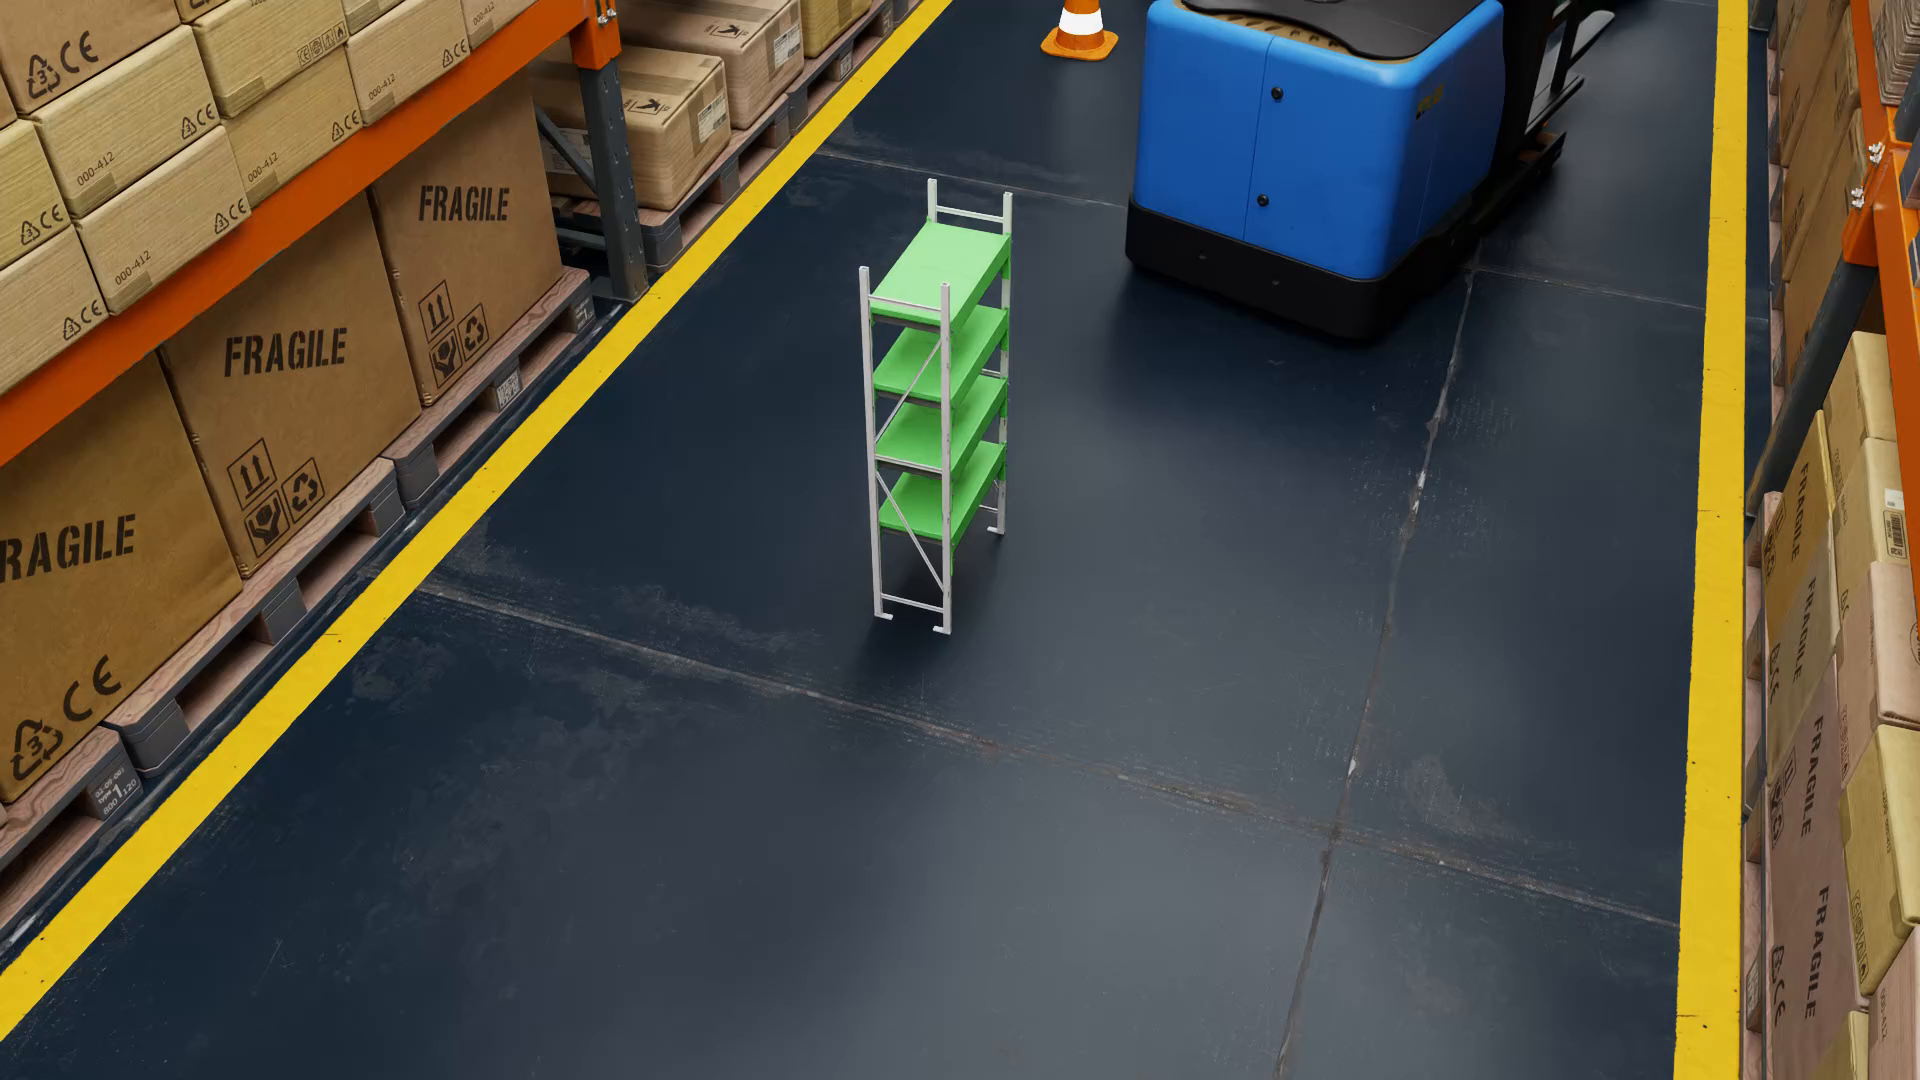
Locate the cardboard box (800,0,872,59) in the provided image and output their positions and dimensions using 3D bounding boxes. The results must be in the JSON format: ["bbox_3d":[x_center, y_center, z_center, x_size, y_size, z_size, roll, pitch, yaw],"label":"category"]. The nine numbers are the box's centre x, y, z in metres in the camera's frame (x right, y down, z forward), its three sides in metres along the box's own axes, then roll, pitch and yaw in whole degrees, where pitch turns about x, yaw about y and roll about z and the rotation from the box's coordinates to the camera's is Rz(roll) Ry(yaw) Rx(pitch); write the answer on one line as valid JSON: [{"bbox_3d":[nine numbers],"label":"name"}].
[{"bbox_3d":[-0.967,-2.589,7.675,0.950,0.372,0.625,15,43,17],"label":"cardboard box"}]

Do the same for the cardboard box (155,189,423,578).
[{"bbox_3d":[-2.302,-0.579,4.931,0.875,0.875,0.875,14,42,16],"label":"cardboard box"}]

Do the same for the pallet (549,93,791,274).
[{"bbox_3d":[-1.410,-1.589,6.950,1.003,0.211,1.213,13,42,15],"label":"pallet"}]

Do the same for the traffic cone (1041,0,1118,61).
[{"bbox_3d":[0.580,-2.581,7.919,0.336,0.463,0.334,13,42,15],"label":"traffic cone"}]

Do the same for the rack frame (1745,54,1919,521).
[{"bbox_3d":[3.007,-1.136,4.271,1.000,3.000,0.127,13,42,15],"label":"rack frame"}]

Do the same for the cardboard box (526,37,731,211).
[{"bbox_3d":[-1.476,-1.676,6.604,0.950,0.372,0.625,11,42,12],"label":"cardboard box"}]

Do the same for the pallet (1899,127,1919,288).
[{"bbox_3d":[2.864,-0.605,3.796,1.213,0.211,1.003,13,42,15],"label":"pallet"}]

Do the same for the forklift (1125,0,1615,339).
[{"bbox_3d":[1.912,-2.751,6.217,1.130,2.935,3.031,25,47,27],"label":"forklift"}]

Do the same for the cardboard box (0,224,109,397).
[{"bbox_3d":[-2.283,-0.511,3.654,0.500,0.250,0.500,13,42,15],"label":"cardboard box"}]

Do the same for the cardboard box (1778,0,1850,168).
[{"bbox_3d":[3.914,-1.894,6.569,1.050,0.750,0.750,13,42,15],"label":"cardboard box"}]

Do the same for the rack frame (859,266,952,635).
[{"bbox_3d":[-0.140,-0.207,4.568,0.240,1.200,0.015,13,42,15],"label":"rack frame"}]

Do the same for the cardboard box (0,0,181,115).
[{"bbox_3d":[-2.134,-1.295,3.610,0.500,0.500,0.500,13,42,14],"label":"cardboard box"}]

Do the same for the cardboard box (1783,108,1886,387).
[{"bbox_3d":[3.300,-0.792,5.277,1.050,0.750,0.750,13,42,14],"label":"cardboard box"}]

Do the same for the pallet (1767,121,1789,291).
[{"bbox_3d":[3.766,-1.281,6.589,1.003,0.211,1.213,13,42,15],"label":"pallet"}]

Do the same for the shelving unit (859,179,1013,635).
[{"bbox_3d":[-0.057,-0.355,4.742,0.258,1.200,0.503,13,42,15],"label":"shelving unit"}]

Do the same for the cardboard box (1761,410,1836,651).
[{"bbox_3d":[2.526,0.030,4.507,0.500,0.500,0.500,12,42,13],"label":"cardboard box"}]

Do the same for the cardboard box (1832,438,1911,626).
[{"bbox_3d":[2.371,0.046,3.910,0.500,0.250,0.500,13,42,15],"label":"cardboard box"}]

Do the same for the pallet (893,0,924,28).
[{"bbox_3d":[-0.576,-3.077,8.694,1.003,0.211,1.213,13,42,15],"label":"pallet"}]

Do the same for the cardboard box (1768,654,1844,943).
[{"bbox_3d":[2.186,0.651,3.778,0.500,0.500,0.500,12,42,14],"label":"cardboard box"}]

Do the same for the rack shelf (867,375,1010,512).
[{"bbox_3d":[-0.057,-0.307,4.784,0.258,0.148,0.480,13,42,15],"label":"rack shelf"}]

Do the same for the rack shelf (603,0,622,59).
[{"bbox_3d":[-0.995,-3.120,7.150,1.077,0.370,4.000,13,42,15],"label":"rack shelf"}]

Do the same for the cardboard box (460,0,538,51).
[{"bbox_3d":[-1.608,-1.750,5.106,0.500,0.250,0.500,12,42,14],"label":"cardboard box"}]

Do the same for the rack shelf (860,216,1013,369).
[{"bbox_3d":[-0.057,-0.672,4.472,0.258,0.148,0.480,13,42,15],"label":"rack shelf"}]

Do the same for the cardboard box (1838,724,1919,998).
[{"bbox_3d":[2.012,0.663,3.187,0.500,0.250,0.500,12,42,13],"label":"cardboard box"}]

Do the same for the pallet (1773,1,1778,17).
[{"bbox_3d":[4.709,-2.962,8.559,1.003,0.211,1.213,13,42,15],"label":"pallet"}]

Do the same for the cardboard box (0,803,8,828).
[{"bbox_3d":[-2.910,0.519,3.644,0.875,0.875,0.875,15,43,16],"label":"cardboard box"}]

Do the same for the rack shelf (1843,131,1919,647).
[{"bbox_3d":[2.323,0.357,3.075,1.077,0.370,4.000,13,42,15],"label":"rack shelf"}]

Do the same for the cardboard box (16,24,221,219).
[{"bbox_3d":[-2.111,-1.008,3.850,0.500,0.250,0.500,12,42,14],"label":"cardboard box"}]

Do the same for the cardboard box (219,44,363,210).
[{"bbox_3d":[-1.955,-1.132,4.381,0.500,0.250,0.500,13,42,15],"label":"cardboard box"}]

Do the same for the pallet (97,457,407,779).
[{"bbox_3d":[-2.438,0.093,4.978,1.003,0.211,1.213,13,42,15],"label":"pallet"}]

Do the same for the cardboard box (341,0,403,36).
[{"bbox_3d":[-1.778,-1.641,4.593,0.500,0.250,0.500,12,42,14],"label":"cardboard box"}]

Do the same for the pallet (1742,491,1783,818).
[{"bbox_3d":[2.739,0.401,4.618,1.003,0.211,1.213,13,42,15],"label":"pallet"}]

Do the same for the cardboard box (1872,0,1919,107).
[{"bbox_3d":[2.909,-1.509,4.630,0.500,0.500,0.500,13,42,15],"label":"cardboard box"}]

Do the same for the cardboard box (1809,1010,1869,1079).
[{"bbox_3d":[1.832,1.274,3.048,0.500,0.500,0.500,12,42,14],"label":"cardboard box"}]
